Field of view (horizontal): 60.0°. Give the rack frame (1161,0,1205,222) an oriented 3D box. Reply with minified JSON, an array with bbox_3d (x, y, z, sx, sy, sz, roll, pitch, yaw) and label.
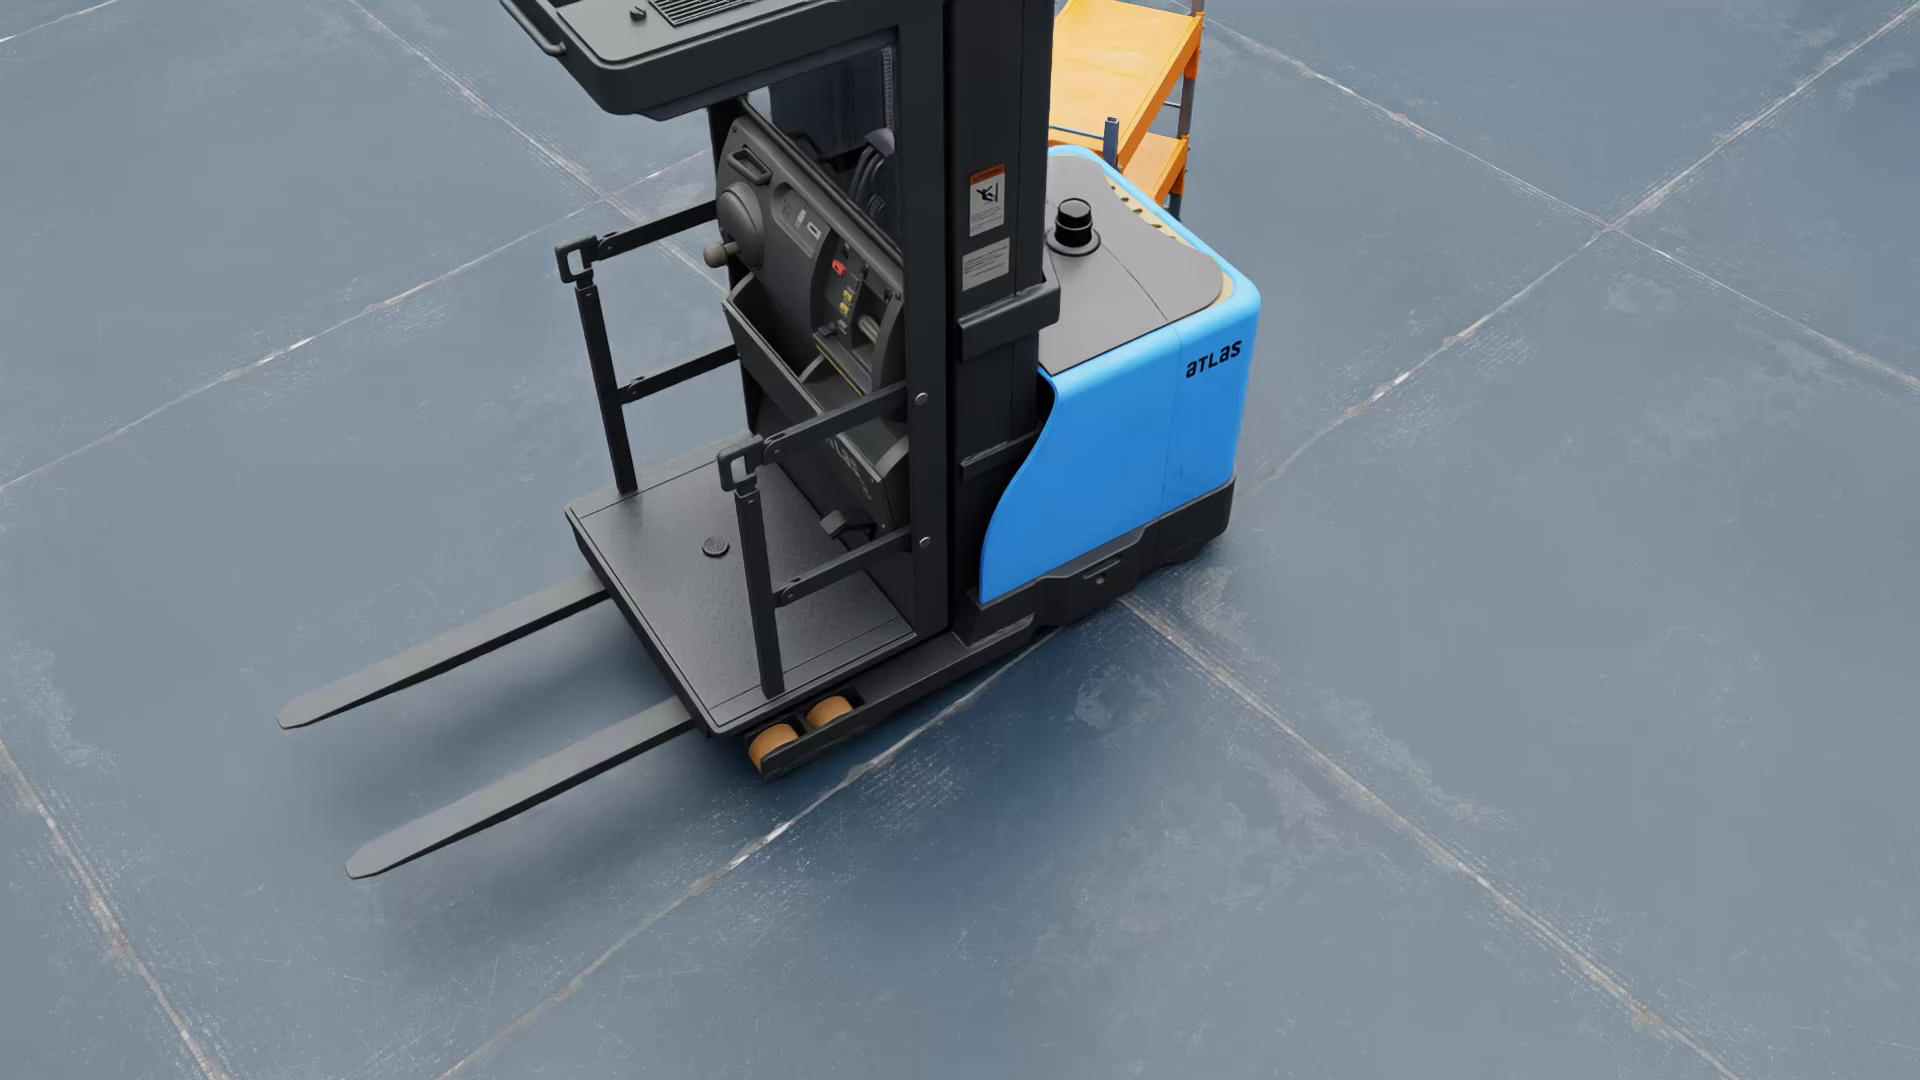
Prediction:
[{"bbox_3d":[0.681,-1.764,6.613,0.500,1.125,0.032,17,50,15],"label":"rack frame"}]

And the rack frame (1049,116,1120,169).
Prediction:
[{"bbox_3d":[0.293,-1.074,5.975,0.500,1.125,0.032,17,50,15],"label":"rack frame"}]

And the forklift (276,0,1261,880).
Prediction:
[{"bbox_3d":[-0.591,-0.718,4.418,3.031,2.935,1.130,-25,52,-22],"label":"forklift"}]

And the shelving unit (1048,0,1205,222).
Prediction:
[{"bbox_3d":[0.487,-1.419,6.294,0.538,1.125,1.048,17,50,15],"label":"shelving unit"}]

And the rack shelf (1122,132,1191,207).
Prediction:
[{"bbox_3d":[0.487,-1.253,6.474,0.538,0.278,1.000,17,50,15],"label":"rack shelf"}]

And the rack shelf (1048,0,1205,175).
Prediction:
[{"bbox_3d":[0.487,-1.618,6.079,0.538,0.278,1.000,17,50,15],"label":"rack shelf"}]
